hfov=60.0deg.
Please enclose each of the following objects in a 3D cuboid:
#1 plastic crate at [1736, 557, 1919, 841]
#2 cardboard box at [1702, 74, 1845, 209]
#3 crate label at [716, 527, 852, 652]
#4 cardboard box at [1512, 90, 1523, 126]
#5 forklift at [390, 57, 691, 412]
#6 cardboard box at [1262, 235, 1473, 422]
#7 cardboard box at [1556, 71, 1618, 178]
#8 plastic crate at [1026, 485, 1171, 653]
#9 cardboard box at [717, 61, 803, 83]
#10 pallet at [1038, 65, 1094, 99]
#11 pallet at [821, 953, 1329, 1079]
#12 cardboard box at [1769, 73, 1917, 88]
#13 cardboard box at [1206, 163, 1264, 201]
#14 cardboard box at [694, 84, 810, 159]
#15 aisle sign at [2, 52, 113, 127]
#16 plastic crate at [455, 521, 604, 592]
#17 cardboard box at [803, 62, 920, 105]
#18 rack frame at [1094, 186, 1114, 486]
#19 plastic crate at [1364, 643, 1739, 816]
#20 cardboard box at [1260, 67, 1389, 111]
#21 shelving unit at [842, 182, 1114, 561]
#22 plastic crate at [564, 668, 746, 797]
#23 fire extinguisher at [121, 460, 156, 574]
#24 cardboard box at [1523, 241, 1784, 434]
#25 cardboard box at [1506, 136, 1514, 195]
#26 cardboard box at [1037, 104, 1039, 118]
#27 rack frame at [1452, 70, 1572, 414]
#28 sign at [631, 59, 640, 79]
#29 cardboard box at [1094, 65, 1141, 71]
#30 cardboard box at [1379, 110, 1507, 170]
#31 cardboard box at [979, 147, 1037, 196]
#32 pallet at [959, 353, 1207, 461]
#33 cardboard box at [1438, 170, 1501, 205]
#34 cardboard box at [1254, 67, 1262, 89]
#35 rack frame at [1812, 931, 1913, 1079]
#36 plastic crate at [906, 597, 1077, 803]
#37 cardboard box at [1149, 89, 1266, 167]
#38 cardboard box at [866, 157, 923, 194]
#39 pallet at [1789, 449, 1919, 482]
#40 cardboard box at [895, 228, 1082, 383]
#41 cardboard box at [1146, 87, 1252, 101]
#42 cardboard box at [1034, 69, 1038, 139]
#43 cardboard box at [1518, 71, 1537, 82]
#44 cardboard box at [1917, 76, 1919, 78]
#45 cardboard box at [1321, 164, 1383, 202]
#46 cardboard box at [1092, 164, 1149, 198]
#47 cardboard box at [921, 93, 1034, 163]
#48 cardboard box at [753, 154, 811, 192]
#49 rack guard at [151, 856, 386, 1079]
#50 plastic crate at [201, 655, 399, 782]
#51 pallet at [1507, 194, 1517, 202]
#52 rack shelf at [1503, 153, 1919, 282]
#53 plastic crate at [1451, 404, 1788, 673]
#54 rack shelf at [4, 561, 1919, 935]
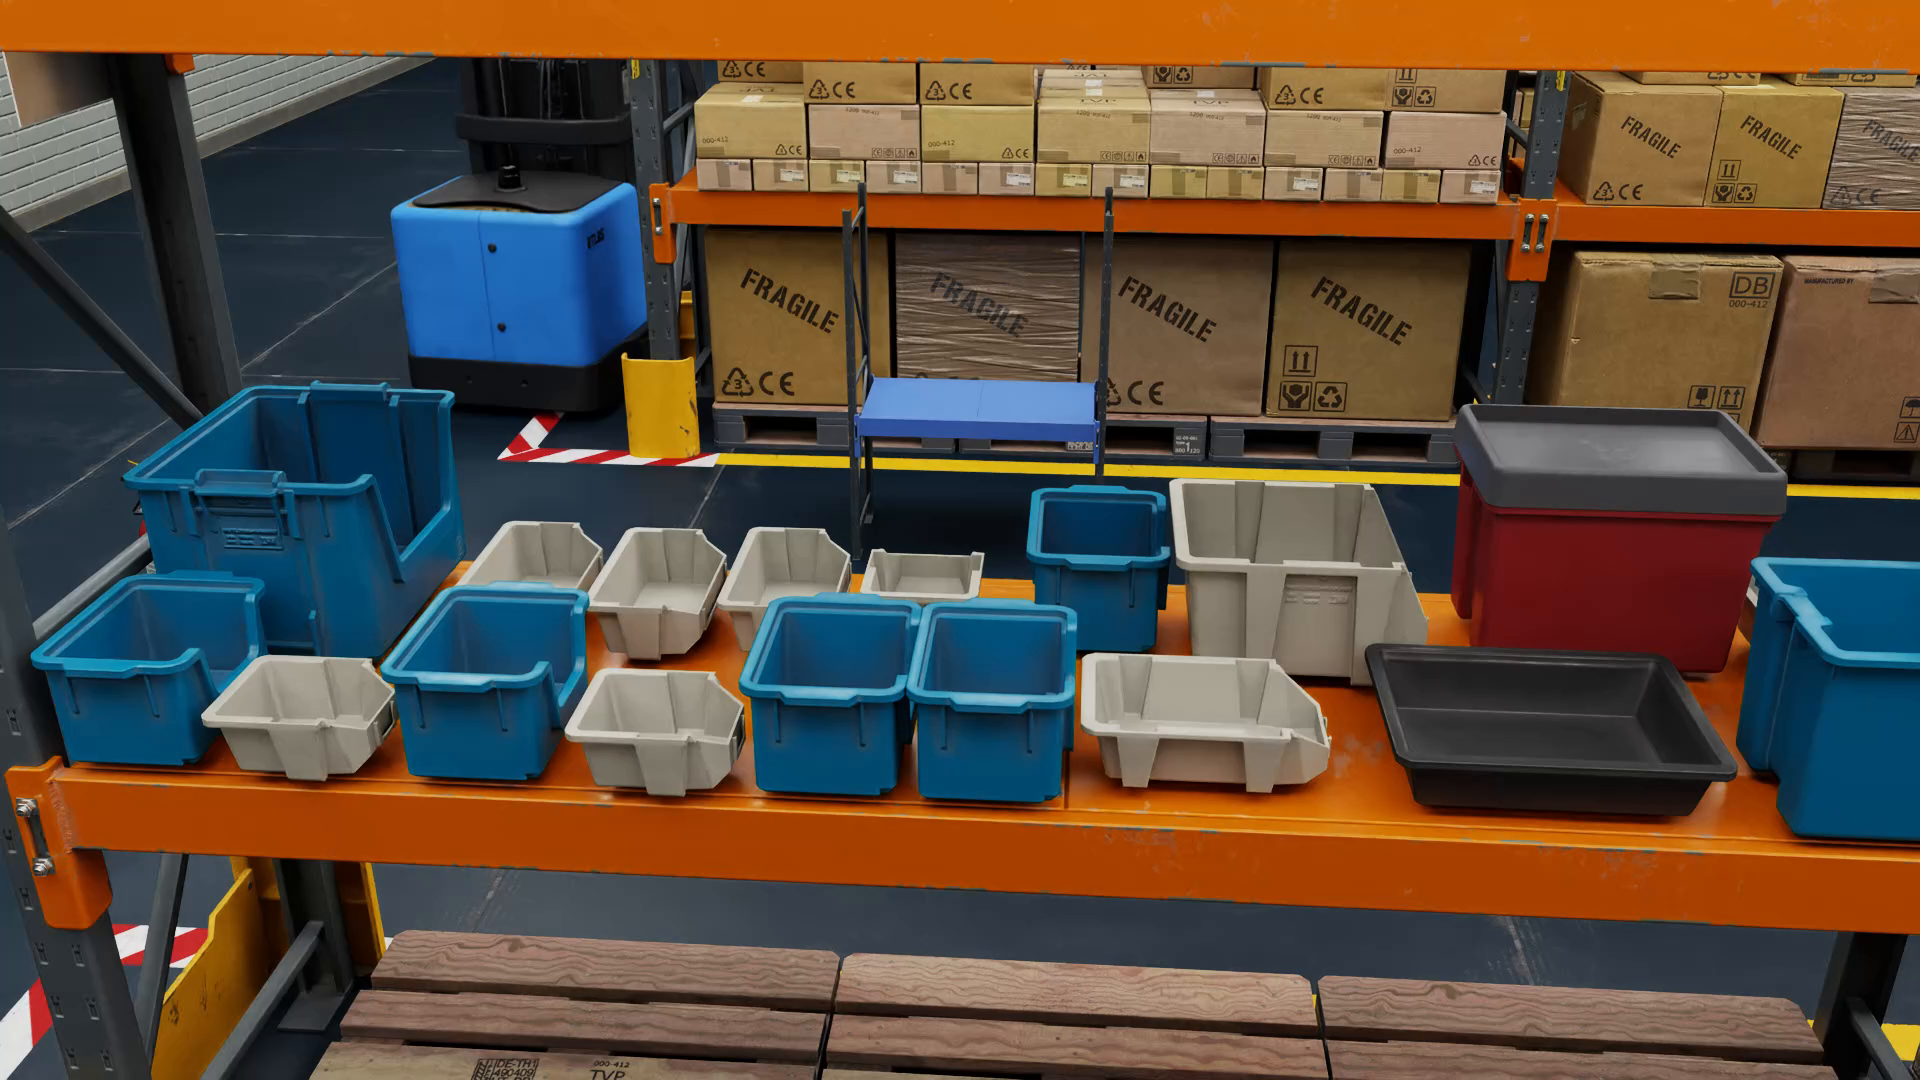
[{"bbox_3d":[1.729,0.296,2.966,0.575,0.384,0.392,2,25,4],"label":"plastic crate"},{"bbox_3d":[3.540,-1.787,7.425,0.500,0.500,0.500,2,25,4],"label":"cardboard box"},{"bbox_3d":[-0.374,0.118,3.650,0.243,0.136,0.396,2,25,4],"label":"crate label"},{"bbox_3d":[3.796,-3.202,12.211,0.500,0.250,0.500,1,25,2],"label":"cardboard box"},{"bbox_3d":[-2.089,-2.576,9.342,1.130,2.935,3.031,5,25,10],"label":"forklift"},{"bbox_3d":[1.948,-1.156,8.213,0.875,0.875,0.875,2,25,4],"label":"cardboard box"},{"bbox_3d":[3.087,-2.020,7.932,0.500,0.500,0.500,2,25,4],"label":"cardboard box"},{"bbox_3d":[0.299,0.068,3.642,0.300,0.233,0.416,2,25,4],"label":"plastic crate"},{"bbox_3d":[-0.883,-2.505,8.033,0.500,0.500,0.500,2,25,5],"label":"cardboard box"},{"bbox_3d":[1.386,-4.834,17.504,1.213,0.211,1.003,2,25,4],"label":"pallet"},{"bbox_3d":[0.264,1.410,3.933,1.213,0.211,1.003,2,25,4],"label":"pallet"},{"bbox_3d":[3.920,-2.333,7.413,0.637,0.503,0.797,2,25,5],"label":"cardboard box"},{"bbox_3d":[1.244,-1.668,7.587,0.250,0.149,0.380,2,25,5],"label":"cardboard box"},{"bbox_3d":[-0.931,-1.943,7.708,0.500,0.250,0.500,1,25,3],"label":"cardboard box"},{"bbox_3d":[-1.817,-1.245,3.257,0.004,0.787,0.394,2,25,4],"label":"aisle sign"},{"bbox_3d":[-0.941,0.104,3.680,0.243,0.136,0.396,2,25,4],"label":"plastic crate"},{"bbox_3d":[-0.432,-2.268,7.516,0.500,0.500,0.500,1,25,3],"label":"cardboard box"},{"bbox_3d":[0.592,-0.662,6.895,0.032,1.500,0.500,2,25,4],"label":"rack frame"},{"bbox_3d":[1.084,0.362,3.132,0.590,0.125,0.437,2,25,4],"label":"plastic crate"},{"bbox_3d":[1.621,-2.205,7.379,0.500,0.500,0.500,2,25,5],"label":"cardboard box"},{"bbox_3d":[0.085,-0.679,6.931,1.048,1.500,0.538,2,25,4],"label":"shelving unit"},{"bbox_3d":[-0.557,0.365,3.113,0.298,0.136,0.250,2,25,4],"label":"plastic crate"},{"bbox_3d":[-1.884,0.071,4.046,0.183,0.674,0.296,2,25,4],"label":"fire extinguisher"},{"bbox_3d":[3.239,-1.089,8.068,0.875,0.875,1.225,2,25,4],"label":"cardboard box"},{"bbox_3d":[3.796,-2.861,12.367,0.500,0.500,0.500,3,25,6],"label":"cardboard box"},{"bbox_3d":[0.678,-3.315,13.063,0.250,0.149,0.380,3,25,6],"label":"cardboard box"},{"bbox_3d":[2.599,-1.876,7.738,0.127,3.000,1.000,2,25,4],"label":"rack frame"},{"bbox_3d":[-1.437,-2.202,7.317,0.005,0.325,0.100,2,25,4],"label":"sign"},{"bbox_3d":[1.848,-5.126,17.365,0.875,0.438,0.875,1,25,2],"label":"cardboard box"},{"bbox_3d":[2.139,-1.848,7.501,0.500,0.250,0.500,1,25,3],"label":"cardboard box"},{"bbox_3d":[0.222,-1.701,7.658,0.250,0.149,0.380,2,25,3],"label":"cardboard box"},{"bbox_3d":[0.628,-0.704,8.527,1.213,0.211,1.003,2,25,4],"label":"pallet"},{"bbox_3d":[2.270,-1.635,7.515,0.250,0.149,0.380,2,25,4],"label":"cardboard box"},{"bbox_3d":[1.651,-2.424,7.857,0.500,0.500,0.500,2,25,4],"label":"cardboard box"},{"bbox_3d":[2.220,0.188,3.252,0.127,3.000,1.000,2,25,4],"label":"rack frame"},{"bbox_3d":[0.065,0.306,3.125,0.300,0.233,0.416,2,25,4],"label":"plastic crate"},{"bbox_3d":[1.114,-1.879,7.570,0.500,0.250,0.500,2,25,5],"label":"cardboard box"},{"bbox_3d":[-0.289,-1.717,7.694,0.250,0.149,0.380,1,25,3],"label":"cardboard box"},{"bbox_3d":[4.594,-0.578,8.253,1.213,0.211,1.003,2,25,4],"label":"pallet"},{"bbox_3d":[0.163,-1.213,8.338,0.875,0.875,0.875,2,25,4],"label":"cardboard box"},{"bbox_3d":[1.139,-2.099,8.047,0.500,0.250,0.500,2,25,5],"label":"cardboard box"},{"bbox_3d":[0.128,-2.133,8.121,0.500,0.250,0.500,1,25,2],"label":"cardboard box"},{"bbox_3d":[4.353,-3.395,12.631,0.500,0.250,0.500,3,25,6],"label":"cardboard box"},{"bbox_3d":[4.600,-1.970,7.822,0.500,0.500,0.500,2,25,4],"label":"cardboard box"},{"bbox_3d":[1.758,-1.651,7.551,0.250,0.149,0.380,1,25,3],"label":"cardboard box"},{"bbox_3d":[0.735,-1.685,7.623,0.250,0.149,0.380,2,25,5],"label":"cardboard box"},{"bbox_3d":[0.089,-1.912,7.639,0.500,0.250,0.500,1,25,2],"label":"cardboard box"},{"bbox_3d":[-0.804,-1.733,7.729,0.250,0.149,0.380,1,25,3],"label":"cardboard box"},{"bbox_3d":[-1.793,1.201,4.043,0.348,0.500,1.175,2,25,4],"label":"rack guard"},{"bbox_3d":[-1.233,0.343,3.160,0.298,0.136,0.250,2,25,4],"label":"plastic crate"},{"bbox_3d":[3.856,-2.649,12.754,1.213,0.211,1.003,2,25,4],"label":"pallet"},{"bbox_3d":[4.594,-1.485,7.750,4.000,0.370,1.077,2,25,4],"label":"rack shelf"},{"bbox_3d":[1.349,-0.001,3.515,0.583,0.464,0.402,2,25,4],"label":"plastic crate"},{"bbox_3d":[0.226,0.451,3.542,4.000,0.370,1.077,2,25,4],"label":"rack shelf"}]
